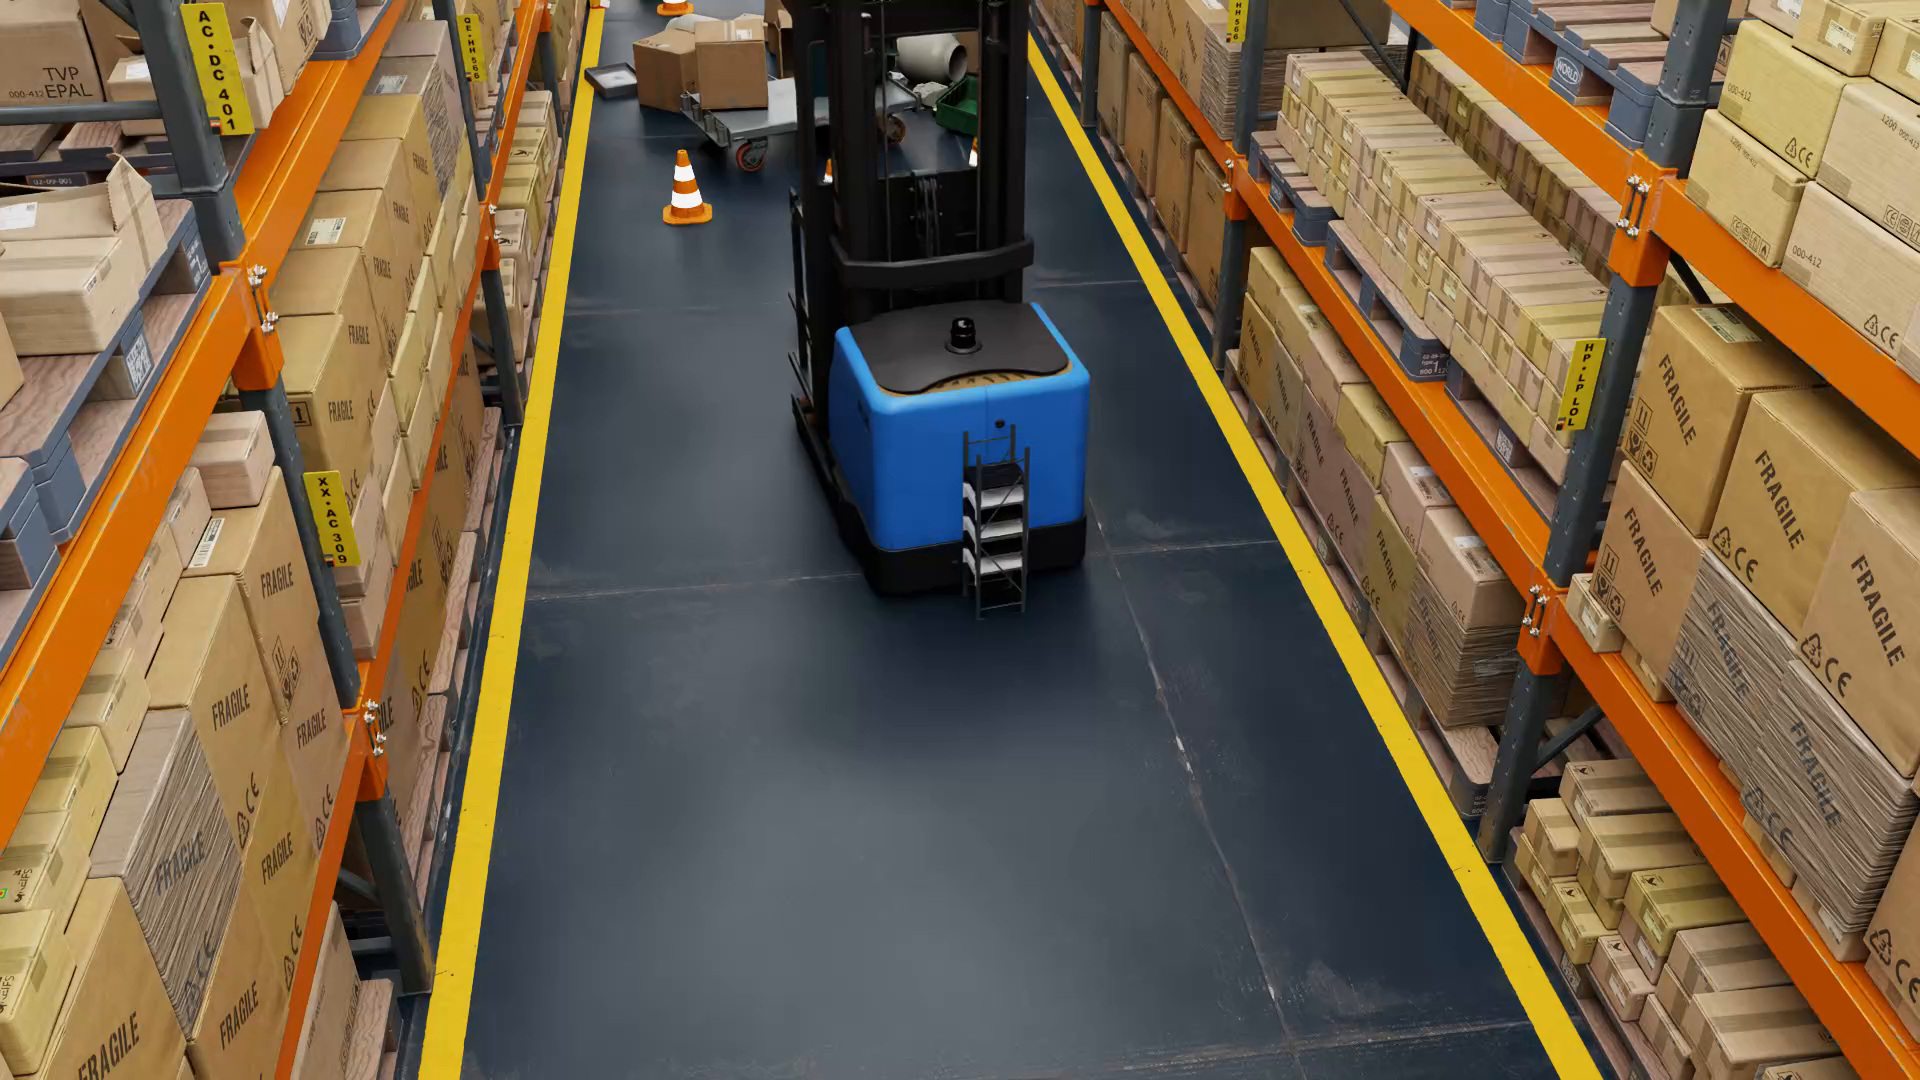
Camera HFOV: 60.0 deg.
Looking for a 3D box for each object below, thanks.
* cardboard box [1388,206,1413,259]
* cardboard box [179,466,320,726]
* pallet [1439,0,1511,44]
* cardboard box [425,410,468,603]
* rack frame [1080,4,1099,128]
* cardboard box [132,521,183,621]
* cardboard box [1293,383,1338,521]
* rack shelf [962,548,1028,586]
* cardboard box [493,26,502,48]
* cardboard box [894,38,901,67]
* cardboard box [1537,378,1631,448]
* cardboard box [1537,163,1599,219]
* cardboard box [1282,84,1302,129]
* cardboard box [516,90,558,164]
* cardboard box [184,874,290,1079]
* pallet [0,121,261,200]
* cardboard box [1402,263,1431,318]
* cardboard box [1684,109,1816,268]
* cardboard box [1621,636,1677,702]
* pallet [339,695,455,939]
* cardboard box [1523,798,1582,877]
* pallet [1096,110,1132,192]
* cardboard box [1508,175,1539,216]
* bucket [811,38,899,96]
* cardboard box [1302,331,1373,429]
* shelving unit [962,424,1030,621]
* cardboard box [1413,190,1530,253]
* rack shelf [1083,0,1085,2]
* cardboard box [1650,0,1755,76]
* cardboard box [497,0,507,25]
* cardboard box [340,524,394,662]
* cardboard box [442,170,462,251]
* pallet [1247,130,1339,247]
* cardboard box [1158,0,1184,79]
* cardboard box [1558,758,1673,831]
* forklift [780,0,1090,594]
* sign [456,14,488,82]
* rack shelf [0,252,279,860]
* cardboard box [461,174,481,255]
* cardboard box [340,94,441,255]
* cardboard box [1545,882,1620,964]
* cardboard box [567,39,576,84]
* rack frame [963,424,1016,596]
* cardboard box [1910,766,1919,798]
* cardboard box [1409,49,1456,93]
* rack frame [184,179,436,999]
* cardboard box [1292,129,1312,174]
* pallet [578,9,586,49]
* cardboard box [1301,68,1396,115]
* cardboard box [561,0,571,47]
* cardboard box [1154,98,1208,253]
[{"bbox_3d":[2.062,-1.327,7.120,0.380,0.149,0.250,-3,34,-5],"label":"cardboard box"},{"bbox_3d":[-2.036,0.163,4.371,0.500,0.500,0.500,-5,35,-7],"label":"cardboard box"},{"bbox_3d":[2.399,-2.149,6.244,1.213,0.211,1.003,-4,35,-6],"label":"pallet"},{"bbox_3d":[-2.784,-0.263,7.486,0.875,0.875,0.875,-4,34,-6],"label":"cardboard box"},{"bbox_3d":[1.443,-4.521,12.220,1.000,3.000,0.127,-4,35,-6],"label":"rack frame"},{"bbox_3d":[-2.064,0.095,3.894,0.380,0.149,0.250,-4,35,-6],"label":"cardboard box"},{"bbox_3d":[1.968,-0.449,8.092,0.500,0.500,0.500,-5,35,-8],"label":"cardboard box"},{"bbox_3d":[0.160,0.106,7.675,0.258,0.077,0.200,-9,35,-13],"label":"rack shelf"},{"bbox_3d":[-2.940,-3.028,9.880,0.380,0.149,0.250,-3,34,-5],"label":"cardboard box"},{"bbox_3d":[-0.613,-4.211,14.193,0.396,0.266,0.258,1,34,2],"label":"cardboard box"},{"bbox_3d":[2.270,-0.456,5.842,0.380,0.149,0.250,-3,34,-5],"label":"cardboard box"},{"bbox_3d":[2.707,-1.498,7.107,0.380,0.149,0.250,-3,34,-5],"label":"cardboard box"},{"bbox_3d":[1.847,-2.196,8.395,0.380,0.149,0.250,-3,34,-4],"label":"cardboard box"},{"bbox_3d":[-3.376,-2.885,11.780,0.950,0.372,0.625,-4,34,-6],"label":"cardboard box"},{"bbox_3d":[-1.900,1.139,3.826,0.500,0.500,0.500,-5,35,-7],"label":"cardboard box"},{"bbox_3d":[-2.545,-1.293,4.991,0.805,0.209,1.217,-6,35,-8],"label":"pallet"},{"bbox_3d":[2.091,-1.060,6.991,0.380,0.149,0.250,-3,34,-4],"label":"cardboard box"},{"bbox_3d":[2.319,-0.956,4.458,0.500,0.250,0.500,-3,34,-4],"label":"cardboard box"},{"bbox_3d":[2.341,0.369,5.268,0.380,0.149,0.250,-3,34,-5],"label":"cardboard box"},{"bbox_3d":[-2.551,1.102,6.445,1.003,0.211,1.213,-4,35,-6],"label":"pallet"},{"bbox_3d":[2.250,1.052,5.938,0.380,0.149,0.250,-3,34,-4],"label":"cardboard box"},{"bbox_3d":[1.621,-2.944,12.382,1.003,0.211,1.213,-4,35,-6],"label":"pallet"},{"bbox_3d":[2.674,-1.520,7.403,0.380,0.149,0.250,-4,34,-5],"label":"cardboard box"},{"bbox_3d":[-0.860,-3.697,12.569,0.726,0.611,0.620,7,45,10],"label":"bucket"},{"bbox_3d":[1.956,-0.776,7.906,0.500,0.250,0.500,-4,34,-6],"label":"cardboard box"},{"bbox_3d":[0.160,-0.071,7.554,0.258,0.900,0.210,-9,35,-13],"label":"shelving unit"},{"bbox_3d":[2.097,-1.309,6.828,0.380,0.149,0.250,-6,35,-9],"label":"cardboard box"},{"bbox_3d":[1.174,-5.339,14.060,1.077,0.370,4.000,-4,35,-6],"label":"rack shelf"},{"bbox_3d":[2.577,-1.731,5.001,0.700,0.500,0.500,-4,35,-6],"label":"cardboard box"},{"bbox_3d":[-2.957,-3.329,9.746,0.500,0.500,0.500,-6,35,-8],"label":"cardboard box"},{"bbox_3d":[-2.170,0.171,5.468,0.500,0.250,0.500,-5,35,-7],"label":"cardboard box"},{"bbox_3d":[-2.521,-1.465,7.425,0.500,0.250,0.500,-5,35,-8],"label":"cardboard box"},{"bbox_3d":[2.182,-1.820,8.427,1.213,0.211,1.003,-4,35,-6],"label":"pallet"},{"bbox_3d":[1.521,-3.118,10.073,0.500,0.500,0.500,-5,35,-7],"label":"cardboard box"},{"bbox_3d":[2.360,0.910,5.881,0.380,0.149,0.250,-3,34,-4],"label":"cardboard box"},{"bbox_3d":[-0.294,-1.787,8.270,1.130,2.935,3.031,-9,35,-13],"label":"forklift"},{"bbox_3d":[-2.361,-2.380,8.050,0.100,0.325,0.005,-4,35,-6],"label":"sign"},{"bbox_3d":[-2.104,0.549,2.756,1.077,0.370,4.000,-4,35,-6],"label":"rack shelf"},{"bbox_3d":[-2.585,-1.533,7.969,0.500,0.250,0.500,-6,35,-8],"label":"cardboard box"},{"bbox_3d":[-2.445,-1.480,6.781,0.500,0.500,0.500,-4,35,-6],"label":"cardboard box"},{"bbox_3d":[2.285,1.324,5.802,0.380,0.149,0.250,-3,34,-5],"label":"cardboard box"},{"bbox_3d":[-3.343,-3.773,13.192,0.500,0.250,0.500,-3,34,-4],"label":"cardboard box"},{"bbox_3d":[0.132,-0.126,7.635,0.240,0.900,0.006,-9,35,-13],"label":"rack frame"},{"bbox_3d":[2.527,0.495,3.620,0.500,0.500,0.500,-6,35,-8],"label":"cardboard box"},{"bbox_3d":[2.501,-2.365,8.379,0.380,0.149,0.250,-6,35,-8],"label":"cardboard box"},{"bbox_3d":[-2.373,0.375,5.036,1.000,3.000,0.127,-4,35,-6],"label":"rack frame"},{"bbox_3d":[1.877,-1.944,8.289,0.380,0.149,0.250,-3,34,-4],"label":"cardboard box"},{"bbox_3d":[-3.902,-4.671,14.916,1.003,0.211,1.213,-4,35,-6],"label":"pallet"},{"bbox_3d":[1.890,-2.182,8.110,0.380,0.149,0.250,-5,35,-8],"label":"cardboard box"},{"bbox_3d":[-3.344,-4.084,12.982,0.500,0.500,0.500,-3,34,-4],"label":"cardboard box"},{"bbox_3d":[1.867,-2.367,10.684,1.050,0.750,0.750,-4,34,-6],"label":"cardboard box"}]
